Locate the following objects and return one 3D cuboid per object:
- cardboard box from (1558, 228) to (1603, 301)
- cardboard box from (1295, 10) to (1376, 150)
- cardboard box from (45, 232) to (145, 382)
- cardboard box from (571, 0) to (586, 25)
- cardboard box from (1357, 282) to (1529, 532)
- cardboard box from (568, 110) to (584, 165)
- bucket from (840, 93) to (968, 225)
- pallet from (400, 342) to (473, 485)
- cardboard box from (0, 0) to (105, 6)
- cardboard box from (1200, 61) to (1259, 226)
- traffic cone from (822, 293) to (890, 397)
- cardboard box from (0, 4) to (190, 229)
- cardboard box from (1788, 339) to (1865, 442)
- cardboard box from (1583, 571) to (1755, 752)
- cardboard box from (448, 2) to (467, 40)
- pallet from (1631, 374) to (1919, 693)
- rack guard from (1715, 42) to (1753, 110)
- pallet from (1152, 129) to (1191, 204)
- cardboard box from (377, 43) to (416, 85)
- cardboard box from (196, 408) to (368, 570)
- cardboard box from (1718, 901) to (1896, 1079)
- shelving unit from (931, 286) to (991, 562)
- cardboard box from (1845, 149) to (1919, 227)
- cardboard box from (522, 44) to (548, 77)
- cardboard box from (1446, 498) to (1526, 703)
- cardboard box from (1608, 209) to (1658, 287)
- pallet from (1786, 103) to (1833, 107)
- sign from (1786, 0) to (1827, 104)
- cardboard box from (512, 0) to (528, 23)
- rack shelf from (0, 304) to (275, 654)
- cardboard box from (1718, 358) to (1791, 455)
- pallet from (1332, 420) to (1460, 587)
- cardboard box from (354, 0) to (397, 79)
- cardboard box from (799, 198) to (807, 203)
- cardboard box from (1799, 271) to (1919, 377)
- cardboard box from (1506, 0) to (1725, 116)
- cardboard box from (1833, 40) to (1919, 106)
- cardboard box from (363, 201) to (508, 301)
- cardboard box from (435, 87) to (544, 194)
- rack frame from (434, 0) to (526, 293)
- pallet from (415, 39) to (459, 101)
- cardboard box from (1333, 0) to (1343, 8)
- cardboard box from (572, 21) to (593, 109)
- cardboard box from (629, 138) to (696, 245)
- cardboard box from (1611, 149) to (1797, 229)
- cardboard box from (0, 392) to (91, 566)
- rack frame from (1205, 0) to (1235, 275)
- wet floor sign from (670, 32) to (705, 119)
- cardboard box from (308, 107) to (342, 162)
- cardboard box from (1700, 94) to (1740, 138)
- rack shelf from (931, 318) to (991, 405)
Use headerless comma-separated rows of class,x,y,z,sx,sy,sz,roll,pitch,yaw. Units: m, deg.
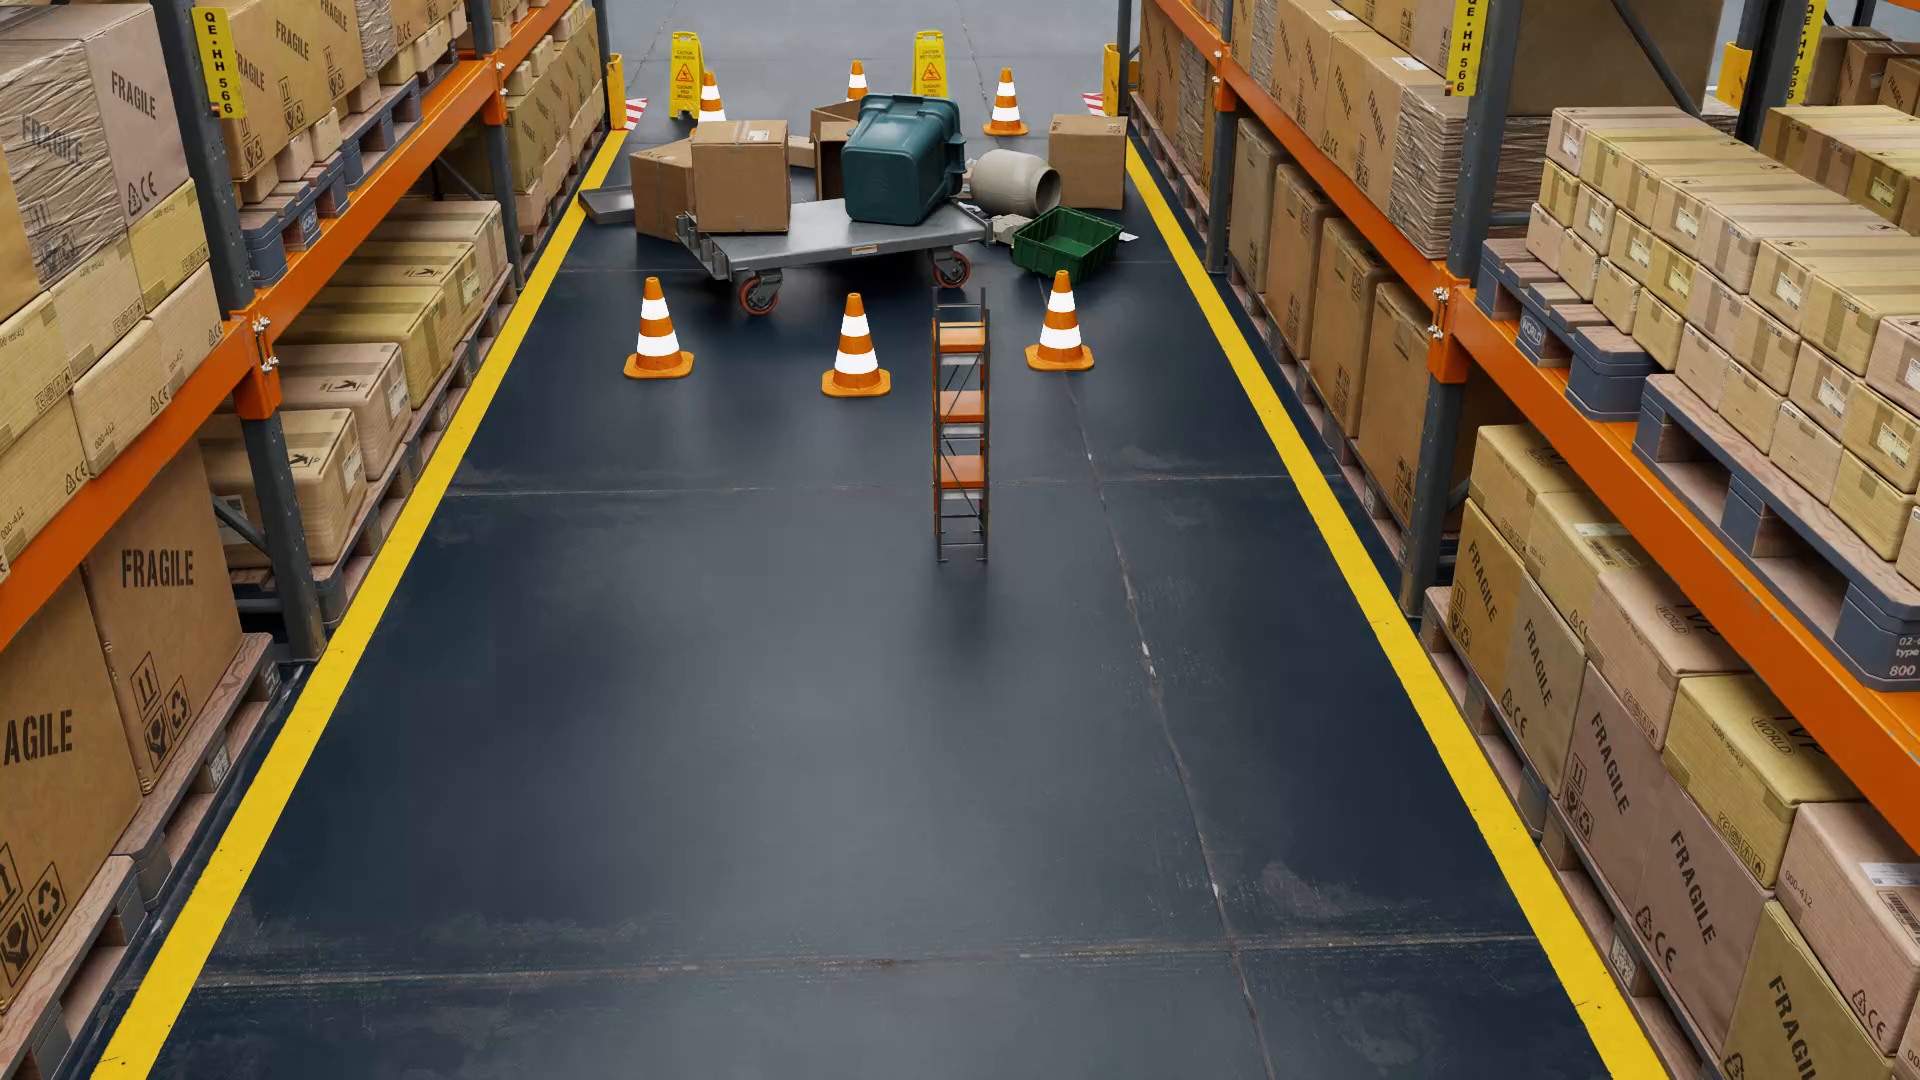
cardboard box,1.993,-0.810,4.877,0.380,0.149,0.250,0,28,0
cardboard box,1.784,-2.015,7.261,0.500,0.500,0.500,-1,28,-2
cardboard box,-2.472,-0.606,4.289,0.500,0.250,0.500,-2,28,-4
cardboard box,-2.810,-3.655,11.521,0.380,0.149,0.250,-1,28,-1
cardboard box,2.215,-0.543,6.526,1.050,0.750,0.750,-2,28,-3
cardboard box,-2.836,-2.718,11.238,0.500,0.250,0.500,-2,28,-4
bucket,-0.361,-2.148,9.521,0.726,0.611,0.620,8,39,15
pallet,-2.881,-0.591,7.655,1.003,0.211,1.213,-1,28,-3
cardboard box,-3.082,-1.470,5.441,0.500,0.500,0.500,-2,28,-4
cardboard box,1.985,-2.454,10.056,0.875,0.875,0.875,-1,28,-2
traffic cone,-0.513,-0.978,8.126,0.336,0.463,0.334,-1,28,-3
cardboard box,-2.493,-1.160,4.541,0.500,0.500,0.500,-2,28,-4
cardboard box,2.068,-0.330,3.635,0.380,0.149,0.250,0,28,-1
cardboard box,1.991,0.306,4.358,0.500,0.250,0.500,-1,28,-2
cardboard box,-2.687,-2.596,8.301,0.380,0.149,0.250,-1,28,-2
pallet,2.301,-0.073,3.853,1.003,0.211,1.213,-1,28,-3
rack guard,6.702,-3.695,13.294,1.175,0.500,0.348,-1,28,-3
pallet,1.920,-2.600,11.506,1.003,0.211,1.213,-1,28,-3
cardboard box,-2.649,-2.124,7.397,0.380,0.149,0.250,-1,28,-3
cardboard box,-2.801,-0.187,6.252,0.950,0.372,0.625,-3,28,-6
cardboard box,2.049,1.126,3.597,0.500,0.500,0.500,-2,28,-4
shelving unit,0.003,-0.441,6.460,0.215,1.050,0.252,-1,28,-3
cardboard box,2.665,-0.957,4.516,0.380,0.149,0.250,-1,28,-1
cardboard box,-2.726,-2.915,10.101,0.380,0.149,0.250,0,28,-1
cardboard box,1.939,0.184,5.402,0.500,0.500,0.500,-3,28,-5
cardboard box,2.015,-0.801,4.538,0.380,0.149,0.250,-2,28,-4
pallet,6.709,-3.191,12.640,1.003,0.211,1.213,-1,28,-3
sign,2.698,-1.567,5.344,0.100,0.325,0.005,-1,28,-3
cardboard box,-2.773,-3.146,9.810,0.380,0.149,0.250,-1,28,-1
rack shelf,-2.677,0.338,3.636,1.077,0.370,4.000,-1,28,-3
cardboard box,2.050,-0.322,3.941,0.380,0.149,0.250,-1,28,-2
pallet,2.191,-0.200,6.906,1.003,0.211,1.213,-1,28,-3
cardboard box,-2.660,-2.197,6.835,0.500,0.500,0.500,-2,28,-5
cardboard box,-0.889,-1.968,10.236,0.258,0.266,0.396,-23,35,-37
cardboard box,2.067,-0.469,3.580,0.380,0.149,0.250,-2,28,-3
cardboard box,2.143,-1.766,5.703,0.700,0.500,0.500,-2,28,-3
cardboard box,6.779,-3.352,12.183,0.500,0.500,0.500,6,28,11
cardboard box,-2.960,-1.531,8.829,0.950,0.372,0.625,-1,28,-2
cardboard box,-2.751,-2.330,9.683,0.500,0.500,0.500,0,28,0
rack frame,-2.990,-2.752,8.783,1.000,3.000,0.127,-1,28,-3
pallet,-3.095,-2.310,8.144,1.003,0.211,1.213,-1,28,-3
cardboard box,2.035,-2.706,7.505,0.700,0.500,0.500,-1,28,-2
cardboard box,-2.866,-3.294,11.531,0.500,0.500,0.500,0,28,-1
cardboard box,-1.687,-2.172,10.372,0.500,0.500,0.500,19,33,32
cardboard box,2.013,-0.954,4.510,0.380,0.149,0.250,-2,28,-3
cardboard box,-2.443,-0.142,3.942,0.500,0.250,0.500,-2,28,-3
rack frame,1.948,-2.918,9.101,1.000,3.000,0.127,-1,28,-3
wet floor sign,-2.140,-3.669,13.087,0.267,0.644,0.232,8,29,15
cardboard box,-2.556,-1.520,6.239,0.380,0.149,0.250,-1,28,-2
cardboard box,2.403,-1.329,5.946,0.500,0.500,0.500,-1,28,-2
rack shelf,0.003,-0.683,6.334,0.215,0.259,0.240,-1,28,-3
